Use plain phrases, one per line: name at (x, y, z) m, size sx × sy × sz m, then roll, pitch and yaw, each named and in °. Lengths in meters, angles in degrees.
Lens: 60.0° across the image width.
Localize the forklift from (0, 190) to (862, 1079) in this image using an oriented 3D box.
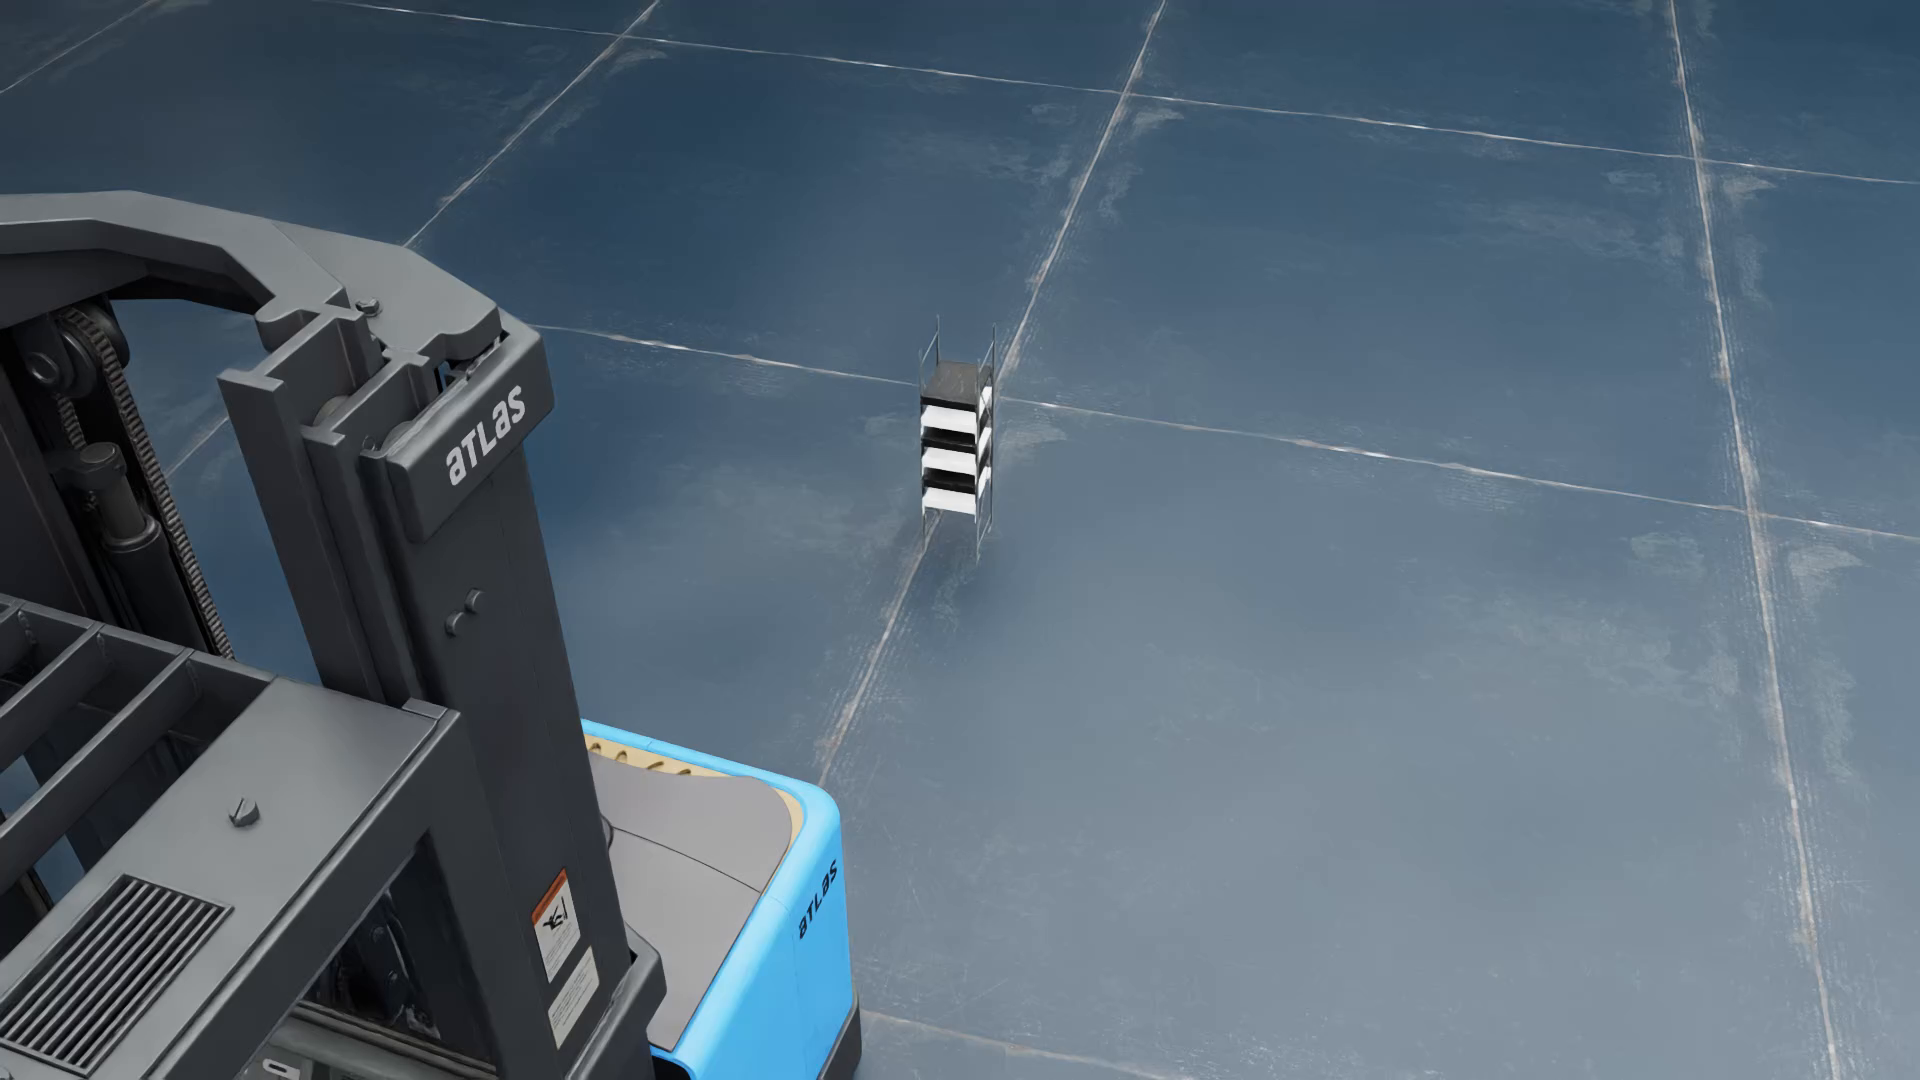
forklift at (-1.249, 1.070, 2.697) m, size 1.130 × 2.935 × 3.031 m, roll 13°, pitch 42°, yaw 15°

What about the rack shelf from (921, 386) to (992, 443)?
rack shelf at (-0.008, -0.458, 5.868) m, size 0.200 × 0.077 × 0.258 m, roll 10°, pitch 41°, yaw 11°

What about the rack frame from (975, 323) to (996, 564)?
rack frame at (0.090, -0.329, 5.942) m, size 0.006 × 0.900 × 0.240 m, roll 10°, pitch 41°, yaw 11°

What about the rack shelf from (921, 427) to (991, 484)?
rack shelf at (-0.008, -0.320, 5.984) m, size 0.200 × 0.077 × 0.258 m, roll 10°, pitch 41°, yaw 11°

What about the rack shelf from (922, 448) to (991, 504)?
rack shelf at (-0.008, -0.252, 6.042) m, size 0.200 × 0.077 × 0.258 m, roll 10°, pitch 41°, yaw 11°

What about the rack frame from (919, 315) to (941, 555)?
rack frame at (-0.106, -0.363, 5.982) m, size 0.006 × 0.900 × 0.240 m, roll 10°, pitch 41°, yaw 11°

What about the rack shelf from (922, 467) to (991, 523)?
rack shelf at (-0.008, -0.183, 6.099) m, size 0.200 × 0.077 × 0.258 m, roll 10°, pitch 41°, yaw 11°

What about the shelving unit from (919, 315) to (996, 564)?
shelving unit at (-0.008, -0.346, 5.962) m, size 0.210 × 0.900 × 0.258 m, roll 10°, pitch 41°, yaw 11°

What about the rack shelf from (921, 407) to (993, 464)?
rack shelf at (-0.008, -0.389, 5.926) m, size 0.200 × 0.077 × 0.258 m, roll 10°, pitch 41°, yaw 11°

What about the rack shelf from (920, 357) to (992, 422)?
rack shelf at (-0.008, -0.527, 5.810) m, size 0.200 × 0.077 × 0.258 m, roll 10°, pitch 41°, yaw 11°
